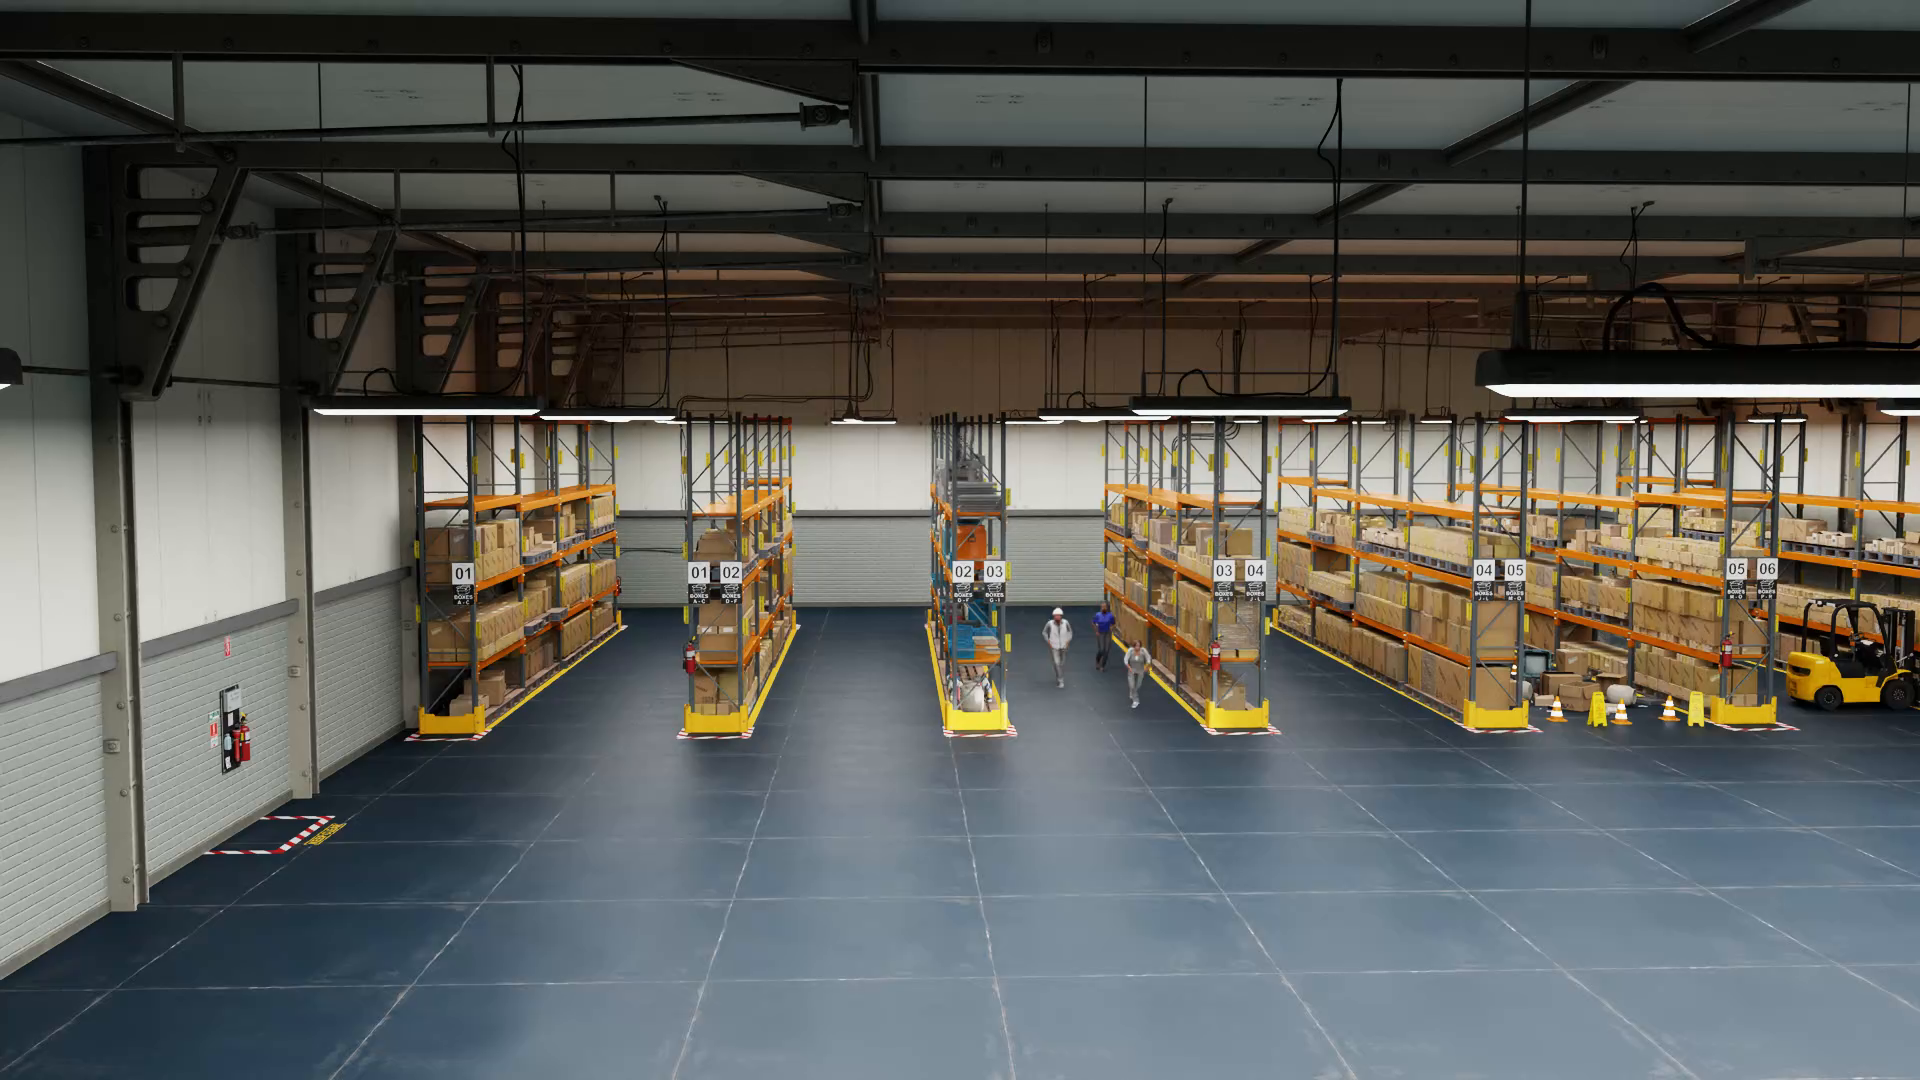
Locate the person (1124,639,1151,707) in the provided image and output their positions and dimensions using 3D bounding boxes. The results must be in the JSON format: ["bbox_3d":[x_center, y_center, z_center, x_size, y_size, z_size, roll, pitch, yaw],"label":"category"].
[{"bbox_3d":[3.623,2.704,34.019,0.558,1.439,0.831,0,4,1],"label":"person"}]

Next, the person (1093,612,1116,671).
[{"bbox_3d":[3.384,2.359,38.929,0.524,1.427,0.493,0,4,-2],"label":"person"}]

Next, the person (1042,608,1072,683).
[{"bbox_3d":[2.142,2.318,36.874,0.662,1.669,0.792,-1,4,-11],"label":"person"}]

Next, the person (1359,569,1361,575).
[{"bbox_3d":[11.162,1.661,46.685,0.660,1.763,0.840,-1,4,-10],"label":"person"}]
